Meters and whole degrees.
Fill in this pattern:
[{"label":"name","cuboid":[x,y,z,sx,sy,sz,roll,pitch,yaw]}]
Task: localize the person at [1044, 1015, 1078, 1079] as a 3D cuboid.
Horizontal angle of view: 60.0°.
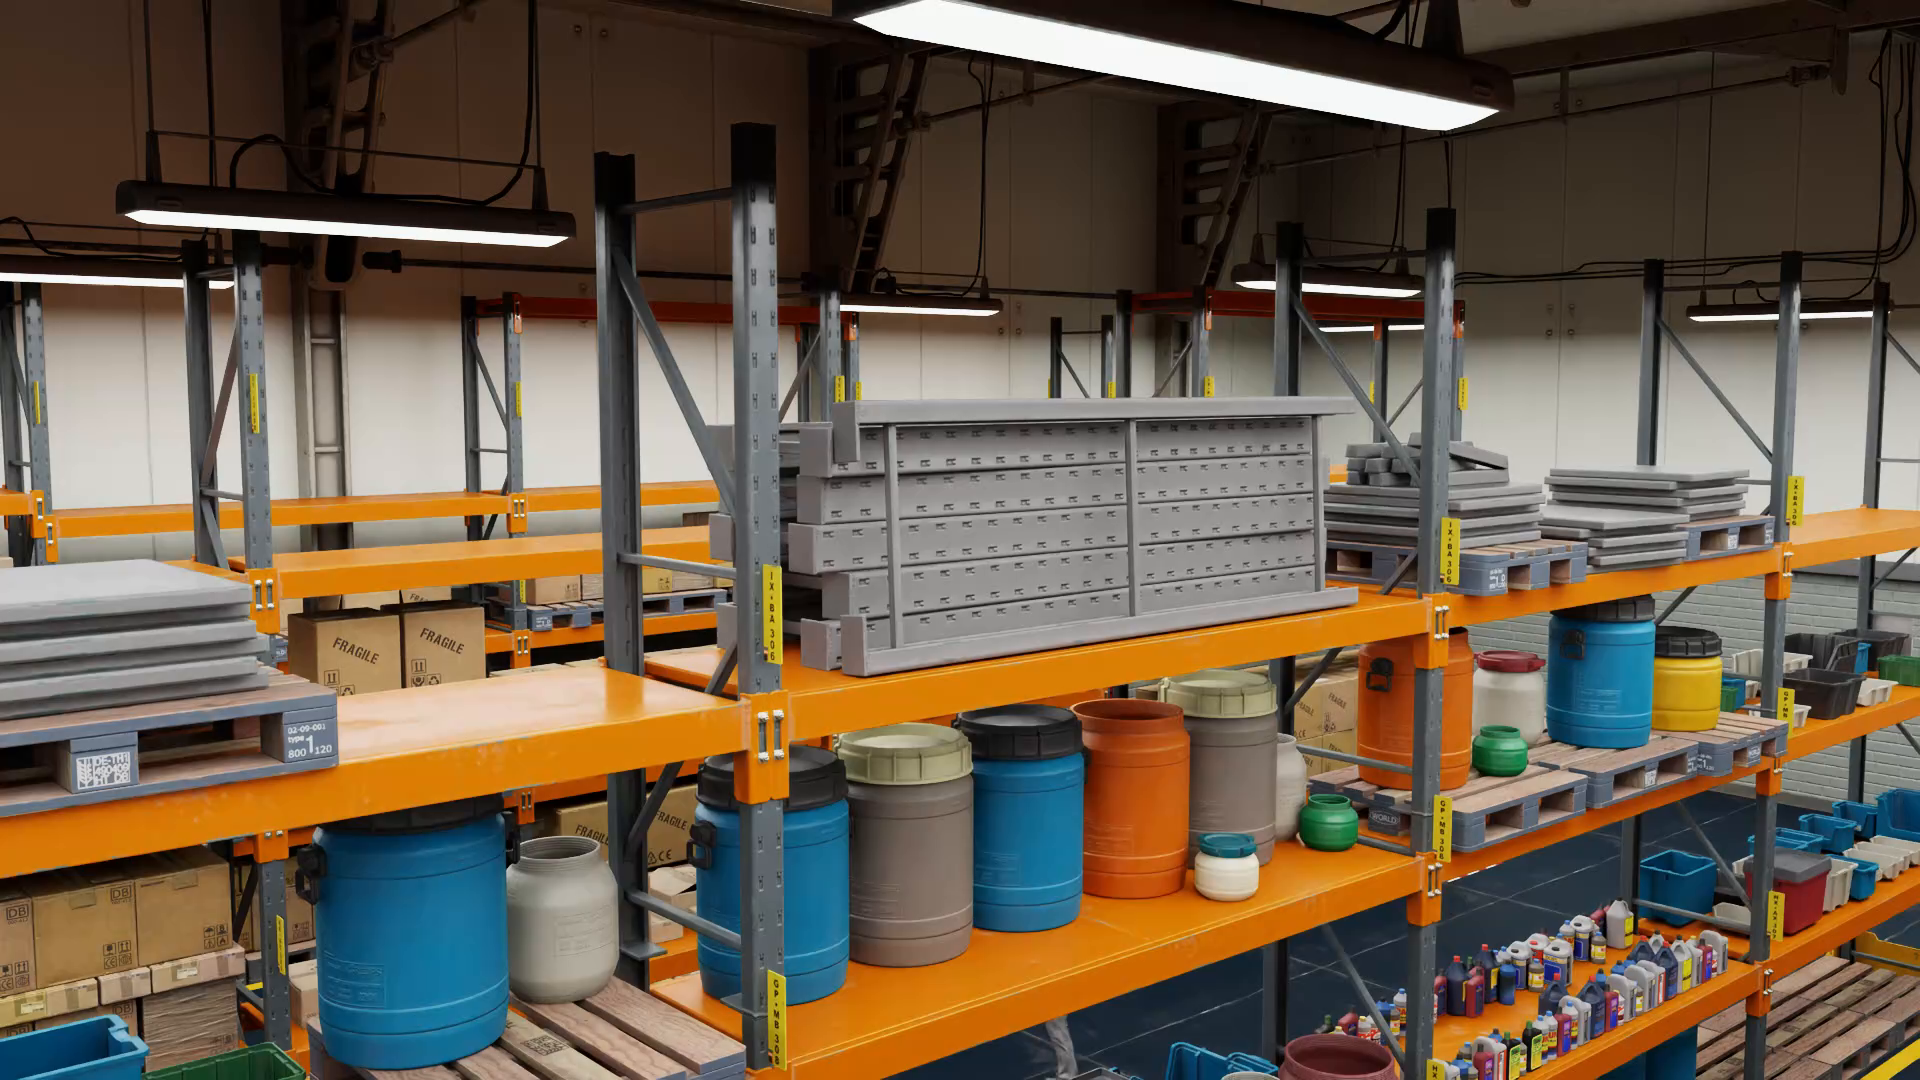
[{"label":"person","cuboid":[0.685,3.247,12.043,0.371,1.604,0.483,3,6,30]}]
